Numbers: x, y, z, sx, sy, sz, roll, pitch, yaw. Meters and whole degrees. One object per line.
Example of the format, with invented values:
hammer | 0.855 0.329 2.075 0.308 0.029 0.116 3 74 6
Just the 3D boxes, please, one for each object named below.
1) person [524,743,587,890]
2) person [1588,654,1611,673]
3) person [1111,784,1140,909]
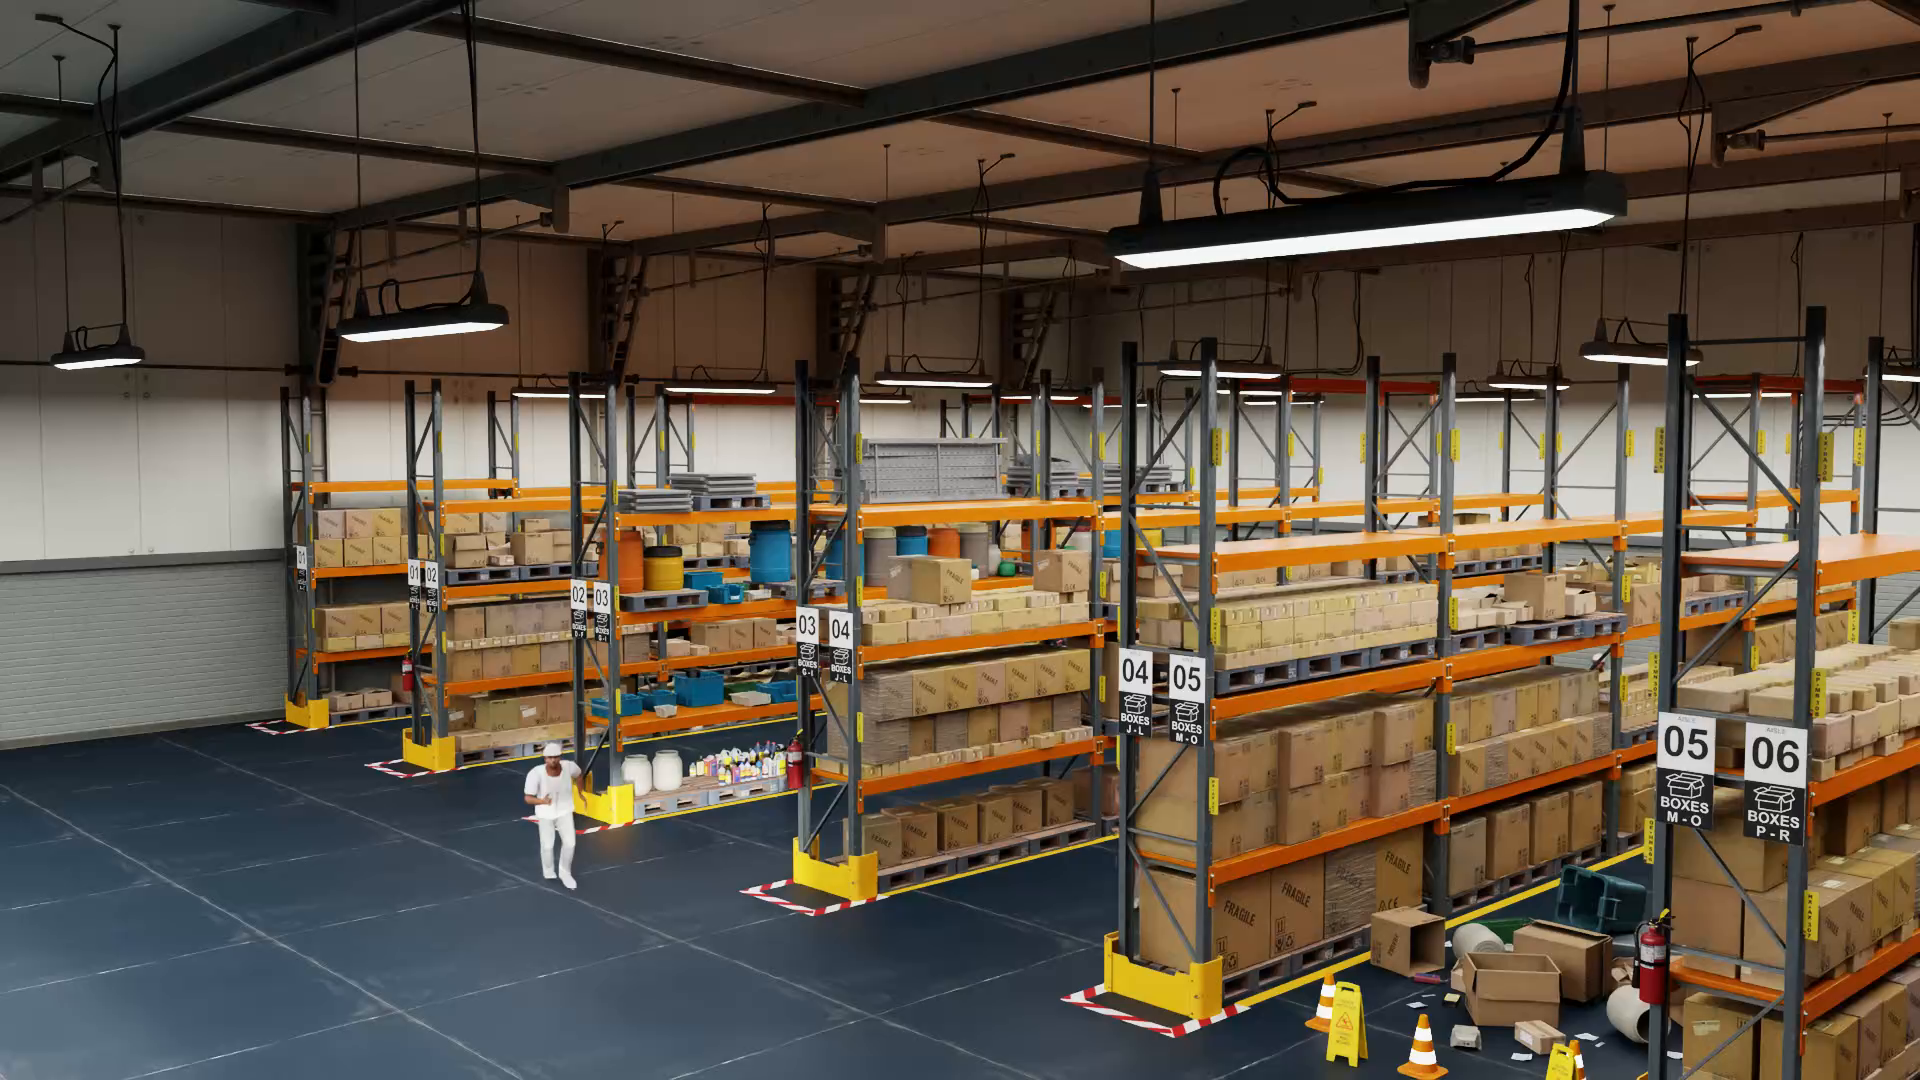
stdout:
person | -4.581 3.114 18.869 0.720 1.693 0.957 -1 4 -19
person | 10.141 2.630 26.348 0.648 1.712 0.706 2 4 30
person | 2.106 3.299 18.069 1.113 1.450 0.555 -2 4 -26
